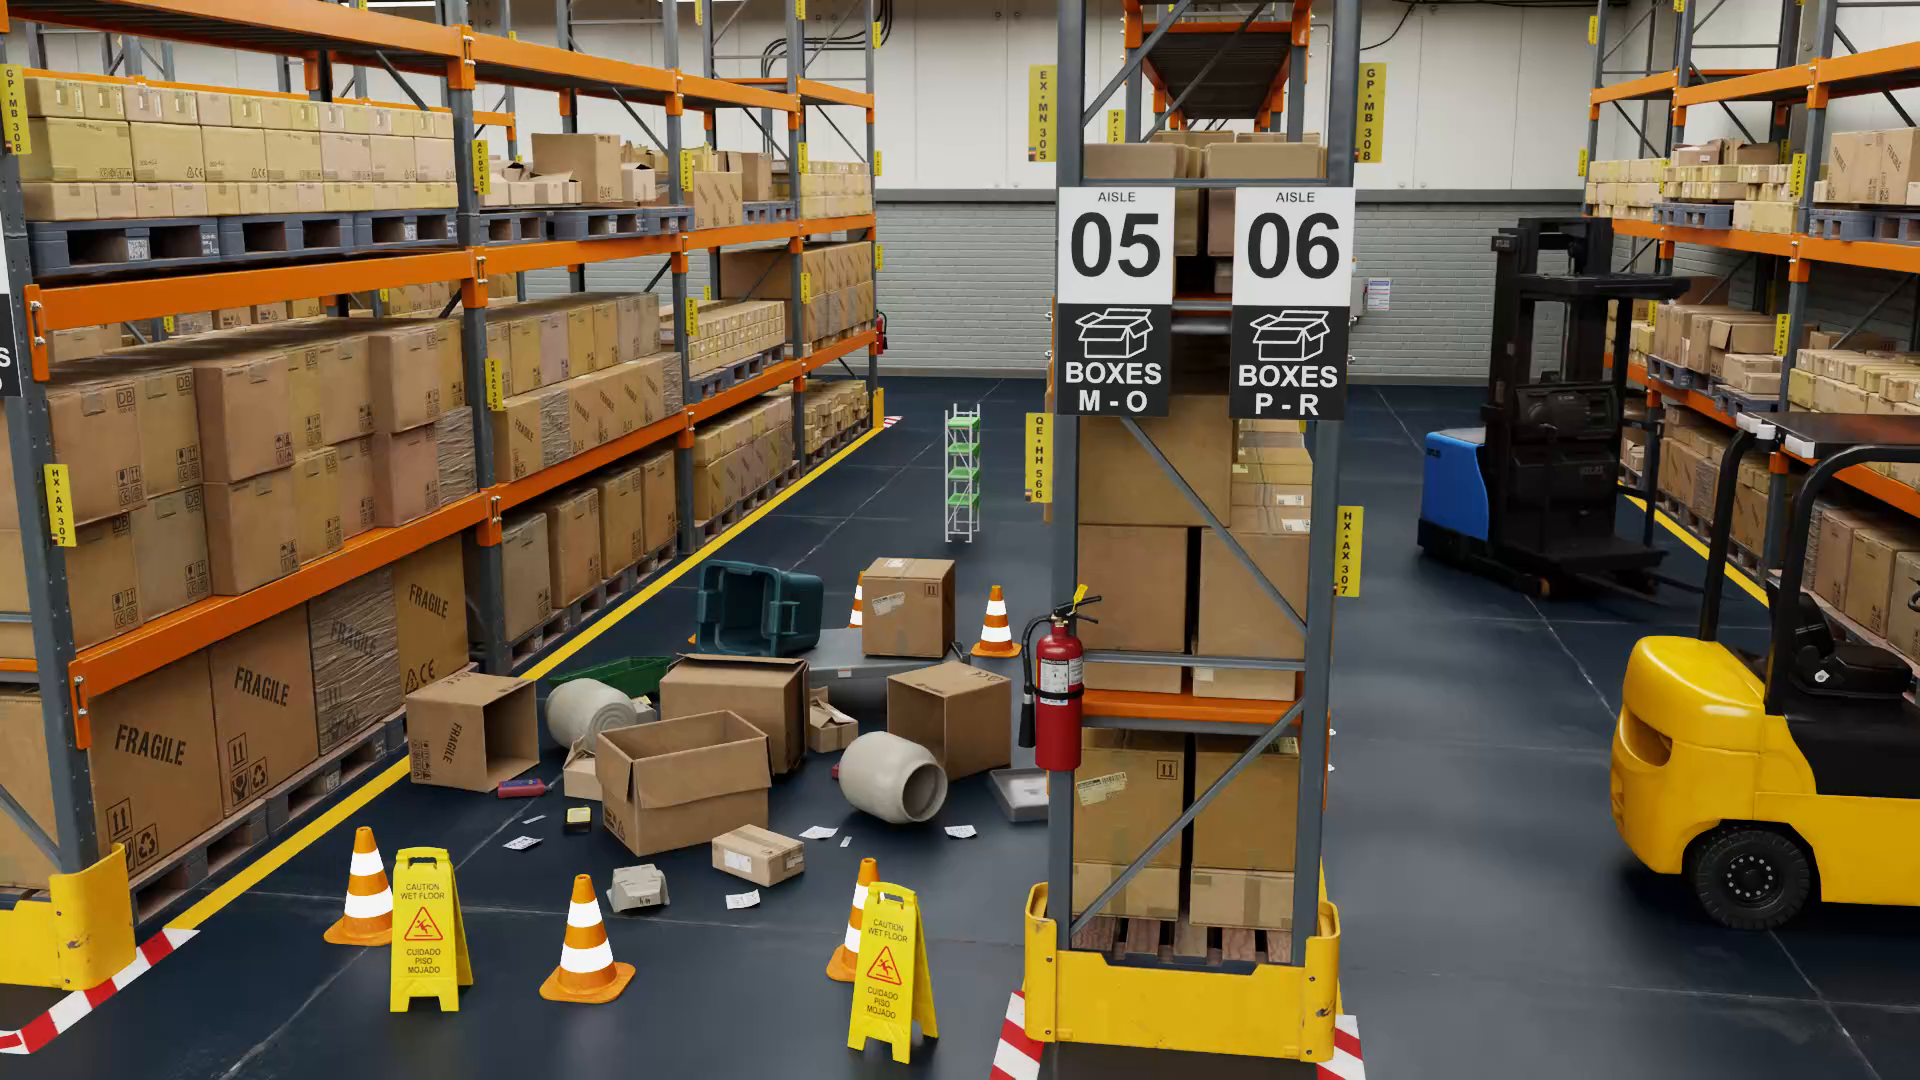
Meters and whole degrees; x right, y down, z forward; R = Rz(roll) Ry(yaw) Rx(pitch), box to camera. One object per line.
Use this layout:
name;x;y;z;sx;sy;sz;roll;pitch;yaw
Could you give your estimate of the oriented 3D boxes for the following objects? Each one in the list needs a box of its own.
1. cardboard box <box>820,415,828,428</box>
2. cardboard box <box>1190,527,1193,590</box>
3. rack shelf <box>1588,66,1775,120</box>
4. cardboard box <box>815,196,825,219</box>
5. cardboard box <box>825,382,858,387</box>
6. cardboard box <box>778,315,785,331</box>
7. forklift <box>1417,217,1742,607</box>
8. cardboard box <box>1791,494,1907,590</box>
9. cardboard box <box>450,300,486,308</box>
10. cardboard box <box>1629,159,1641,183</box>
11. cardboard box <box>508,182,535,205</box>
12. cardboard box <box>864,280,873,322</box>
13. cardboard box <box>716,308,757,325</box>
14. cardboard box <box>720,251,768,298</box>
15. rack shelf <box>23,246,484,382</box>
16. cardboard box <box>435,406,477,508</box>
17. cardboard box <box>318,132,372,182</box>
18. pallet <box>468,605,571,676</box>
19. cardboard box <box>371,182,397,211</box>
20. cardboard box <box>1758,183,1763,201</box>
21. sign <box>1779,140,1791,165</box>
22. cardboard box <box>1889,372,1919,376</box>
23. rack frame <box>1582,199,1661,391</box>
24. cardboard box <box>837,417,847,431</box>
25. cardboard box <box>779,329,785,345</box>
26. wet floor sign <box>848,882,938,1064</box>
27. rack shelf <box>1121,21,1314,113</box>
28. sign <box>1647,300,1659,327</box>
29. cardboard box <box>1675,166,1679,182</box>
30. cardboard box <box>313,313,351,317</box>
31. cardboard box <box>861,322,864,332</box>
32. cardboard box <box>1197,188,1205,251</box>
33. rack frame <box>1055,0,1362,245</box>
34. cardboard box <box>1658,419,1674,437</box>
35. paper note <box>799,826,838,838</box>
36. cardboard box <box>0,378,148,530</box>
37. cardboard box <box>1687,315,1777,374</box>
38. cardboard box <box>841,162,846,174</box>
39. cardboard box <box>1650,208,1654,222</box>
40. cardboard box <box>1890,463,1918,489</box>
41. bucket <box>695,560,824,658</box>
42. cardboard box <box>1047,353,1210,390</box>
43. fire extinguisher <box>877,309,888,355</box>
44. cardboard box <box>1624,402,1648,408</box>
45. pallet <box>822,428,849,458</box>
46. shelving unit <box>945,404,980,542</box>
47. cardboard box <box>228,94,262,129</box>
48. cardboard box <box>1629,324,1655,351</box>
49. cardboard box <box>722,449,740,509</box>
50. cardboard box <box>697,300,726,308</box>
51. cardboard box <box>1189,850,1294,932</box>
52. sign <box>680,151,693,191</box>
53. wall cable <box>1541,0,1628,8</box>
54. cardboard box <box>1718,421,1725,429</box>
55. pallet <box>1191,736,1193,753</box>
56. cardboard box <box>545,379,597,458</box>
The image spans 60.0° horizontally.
cardboard box;-1.795;-1.433;19.844;0.380;0.149;0.250;2;12;11
cardboard box;0.806;-0.078;7.548;0.500;0.500;0.500;2;12;8
rack shelf;7.891;-4.887;18.283;1.077;0.370;4.000;2;12;9
cardboard box;-1.829;-3.776;18.889;0.500;0.250;0.500;2;12;8
cardboard box;-1.540;-1.957;21.570;0.380;0.149;0.250;2;12;10
cardboard box;-2.095;-2.330;17.833;0.380;0.149;0.250;2;12;10
forklift;4.968;-1.063;13.224;1.130;2.935;3.031;-4;13;-17
cardboard box;6.859;0.026;12.649;0.875;0.625;0.625;2;12;10
cardboard box;-6.468;-2.956;21.498;0.500;0.250;0.500;1;12;7
cardboard box;7.579;-3.998;18.026;0.500;0.250;0.500;2;12;10
cardboard box;-3.054;-2.331;11.189;0.250;0.149;0.380;2;12;9
cardboard box;-1.428;-3.116;21.645;0.500;0.500;0.500;2;12;10
cardboard box;-2.261;-2.259;16.799;0.380;0.149;0.250;1;12;7
cardboard box;-2.424;-2.981;18.644;0.500;0.500;0.500;1;12;7
rack shelf;-3.767;-1.224;8.397;1.077;0.370;4.000;2;12;9
cardboard box;-3.504;-0.522;10.195;0.875;0.550;0.550;2;12;9
cardboard box;-3.438;-1.998;8.697;0.500;0.250;0.500;2;12;8
pallet;-3.415;0.675;11.619;1.003;0.211;1.213;2;12;9
cardboard box;-3.315;-1.878;9.084;0.380;0.149;0.250;2;12;9
cardboard box;6.992;-2.939;14.057;0.380;0.149;0.250;2;12;9
sign;8.132;-3.786;16.415;0.100;0.325;0.005;2;12;9
cardboard box;6.495;-1.042;11.187;0.380;0.149;0.250;2;12;9
rack frame;8.198;-2.724;20.771;1.000;3.000;0.127;2;12;9
cardboard box;-1.618;-1.447;20.613;0.380;0.149;0.250;2;12;10
cardboard box;-2.094;-2.184;17.865;0.380;0.149;0.250;2;12;7
wet floor sign;-0.254;1.602;6.284;0.267;0.644;0.232;7;14;28
rack shelf;1.755;-3.188;11.340;1.077;0.370;4.000;2;12;9
sign;7.046;-2.331;16.890;0.100;0.325;0.005;2;12;9
cardboard box;7.133;-3.529;16.040;0.380;0.149;0.250;2;12;10
cardboard box;-6.999;-2.213;18.159;0.500;0.500;0.500;2;12;10
cardboard box;-1.460;-2.773;21.594;0.380;0.149;0.250;2;12;9
cardboard box;0.737;-1.312;6.745;0.500;0.250;0.500;2;12;8
rack frame;0.832;-2.486;5.426;1.000;3.000;0.127;2;12;9
cardboard box;7.265;-1.126;16.751;0.380;0.149;0.250;2;12;11
paper note;-0.710;1.470;8.383;0.148;0.019;0.142;7;14;28
cardboard box;-3.979;-0.370;6.928;0.875;0.550;0.550;2;12;9
cardboard box;7.087;-1.781;15.160;0.700;0.500;0.500;2;12;8
cardboard box;-1.602;-4.512;20.167;0.380;0.149;0.250;2;12;10
cardboard box;7.387;-3.370;17.245;0.380;0.149;0.250;2;12;9
cardboard box;6.350;-0.473;10.683;0.500;0.250;0.500;2;12;9
bucket;-1.202;0.435;10.275;0.726;0.611;0.620;7;4;28
cardboard box;0.757;-0.565;7.433;0.700;0.500;0.500;2;12;8
fire extinguisher;-1.119;-2.841;22.381;0.296;0.674;0.183;2;12;9
cardboard box;7.661;-1.300;19.098;0.500;0.500;0.500;2;12;10
pallet;-1.975;-1.223;20.426;1.003;0.211;1.213;2;12;9
shelving unit;0.025;-0.621;15.283;0.258;1.200;0.503;2;12;9
cardboard box;-3.512;-2.004;7.779;0.380;0.149;0.250;2;12;8
cardboard box;7.483;-2.182;17.906;0.500;0.250;0.500;2;12;9
cardboard box;-2.409;-0.585;15.783;0.500;0.500;0.500;2;12;9
cardboard box;-2.744;-2.497;17.904;0.380;0.149;0.250;3;12;12
cardboard box;1.230;1.426;7.041;0.500;0.250;0.500;2;12;8
sign;-2.297;-3.096;13.962;0.100;0.325;0.005;2;12;9
wall cable;10.331;-9.509;24.812;2.988;3.039;0.133;2;12;9
cardboard box;7.812;-1.106;16.659;0.380;0.149;0.250;1;12;6
pallet;1.379;1.118;9.562;1.003;0.211;1.213;2;12;9
cardboard box;-2.956;-0.884;11.996;0.500;0.500;0.500;2;12;8
